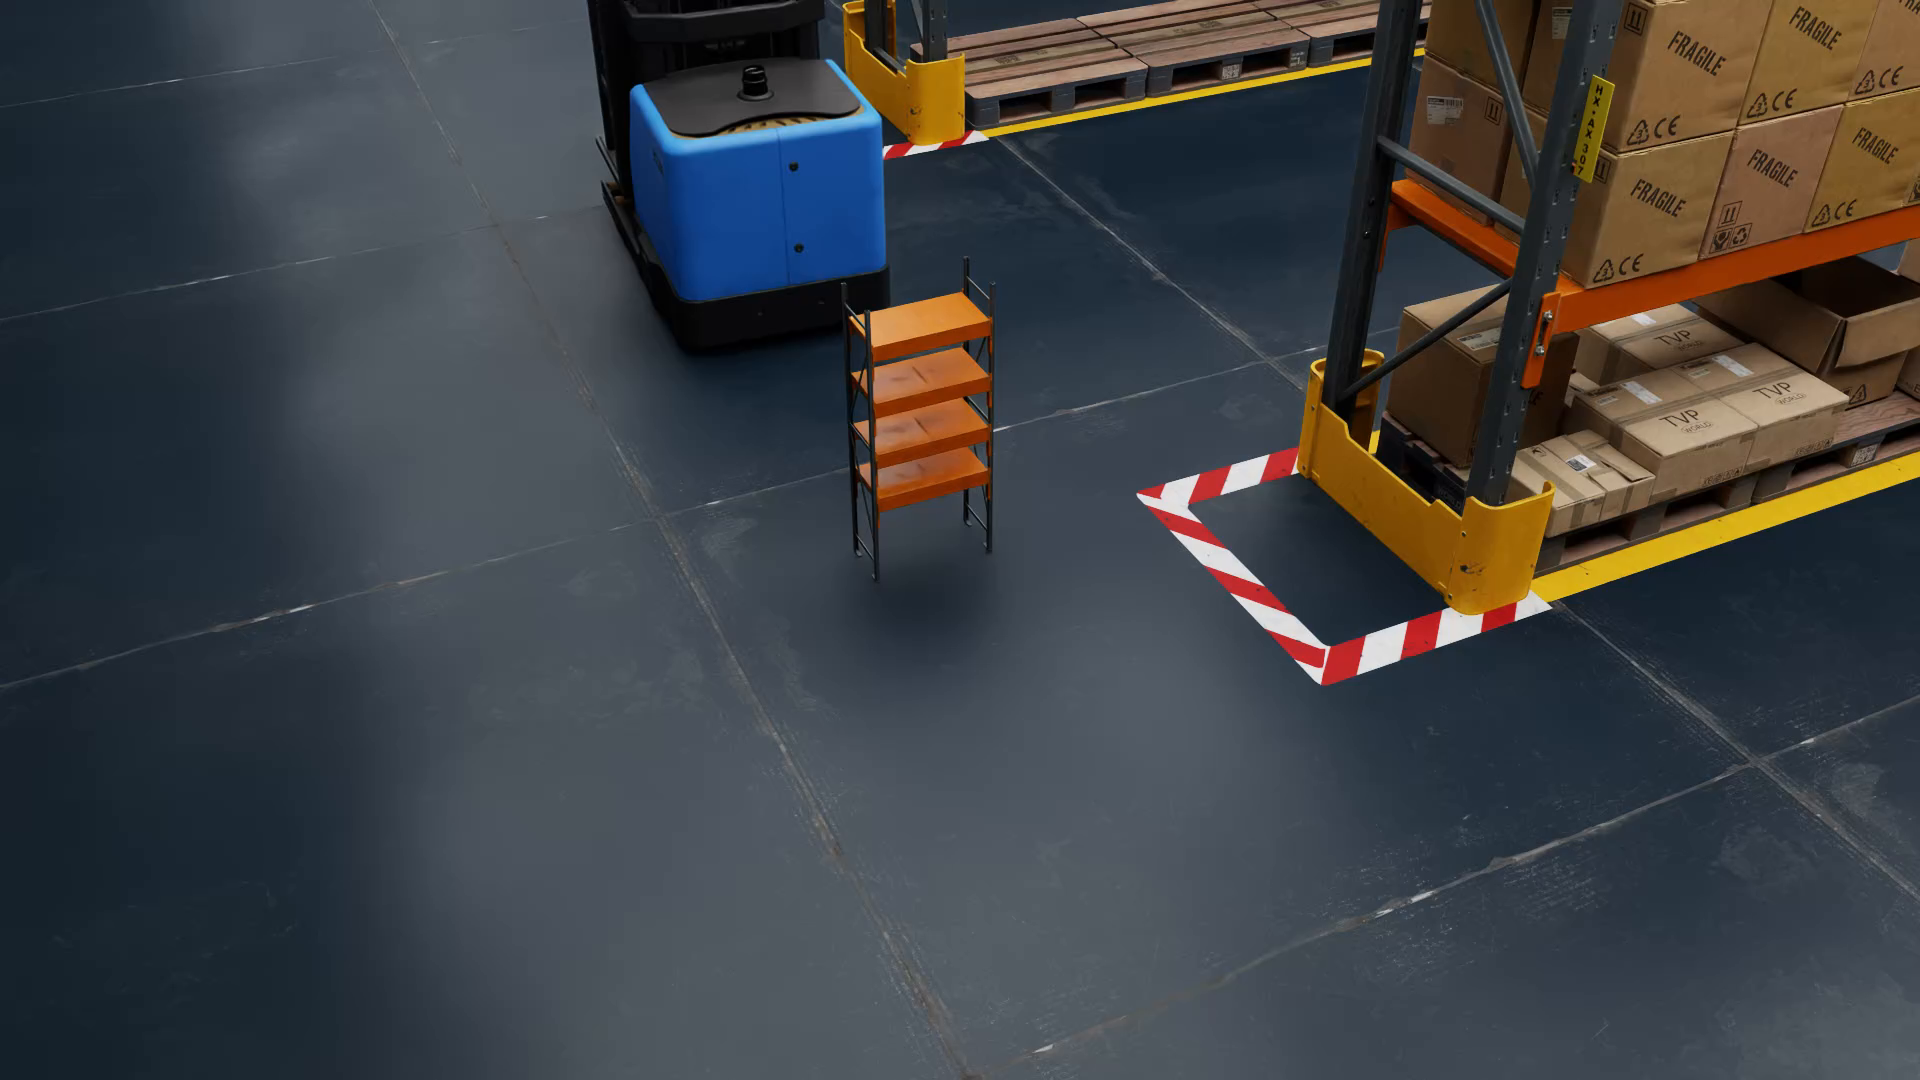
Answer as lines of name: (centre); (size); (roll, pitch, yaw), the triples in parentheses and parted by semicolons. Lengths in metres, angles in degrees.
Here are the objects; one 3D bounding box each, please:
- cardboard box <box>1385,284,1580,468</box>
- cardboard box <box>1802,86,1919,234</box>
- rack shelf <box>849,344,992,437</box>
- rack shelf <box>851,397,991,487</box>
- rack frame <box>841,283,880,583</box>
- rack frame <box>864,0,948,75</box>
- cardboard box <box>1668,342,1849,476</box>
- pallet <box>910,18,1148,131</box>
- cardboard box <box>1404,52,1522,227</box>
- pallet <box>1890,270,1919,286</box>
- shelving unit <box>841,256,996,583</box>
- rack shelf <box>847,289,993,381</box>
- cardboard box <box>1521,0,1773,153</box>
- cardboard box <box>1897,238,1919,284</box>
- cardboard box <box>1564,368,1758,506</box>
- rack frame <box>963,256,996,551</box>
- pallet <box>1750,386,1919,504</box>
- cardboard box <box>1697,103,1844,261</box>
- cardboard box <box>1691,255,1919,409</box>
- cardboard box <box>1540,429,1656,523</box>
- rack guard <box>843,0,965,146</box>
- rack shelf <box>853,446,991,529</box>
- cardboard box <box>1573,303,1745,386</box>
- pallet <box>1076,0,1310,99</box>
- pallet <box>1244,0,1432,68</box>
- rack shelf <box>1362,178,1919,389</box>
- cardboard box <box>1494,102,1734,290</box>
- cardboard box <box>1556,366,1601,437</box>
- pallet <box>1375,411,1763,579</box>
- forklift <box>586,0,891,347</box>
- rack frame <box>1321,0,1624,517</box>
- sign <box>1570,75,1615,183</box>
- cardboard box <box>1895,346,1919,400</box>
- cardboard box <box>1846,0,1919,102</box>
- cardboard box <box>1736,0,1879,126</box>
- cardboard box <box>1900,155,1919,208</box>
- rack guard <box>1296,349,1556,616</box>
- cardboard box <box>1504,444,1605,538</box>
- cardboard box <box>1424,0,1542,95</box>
cardboard box: (2.151, -0.686, 6.885); (0.500, 0.500, 0.500); (-16, 39, -20)
cardboard box: (3.198, -1.512, 6.186); (0.500, 0.500, 0.500); (-16, 39, -20)
rack shelf: (-0.150, -0.566, 6.243); (0.480, 0.148, 0.258); (-16, 39, -20)
rack shelf: (-0.150, -0.386, 6.376); (0.480, 0.148, 0.258); (-16, 39, -20)
rack frame: (-0.371, -0.378, 6.253); (0.015, 1.200, 0.240); (-16, 39, -20)
rack frame: (-0.338, -3.915, 9.510); (0.127, 3.000, 1.000); (-16, 39, -20)
cardboard box: (3.282, -0.552, 6.916); (0.500, 0.250, 0.500); (-16, 39, -20)
pallet: (0.425, -2.982, 10.594); (1.213, 0.211, 1.003); (-16, 39, -20)
cardboard box: (2.053, -1.543, 6.228); (0.500, 0.500, 0.500); (-14, 39, -19)
pallet: (4.763, -0.961, 7.869); (1.213, 0.211, 1.003); (-16, 39, -20)
shelving unit: (-0.150, -0.440, 6.336); (0.503, 1.200, 0.258); (-16, 39, -20)
rack shelf: (-0.150, -0.756, 6.102); (0.480, 0.148, 0.258); (-16, 39, -20)
cardboard box: (2.277, -1.654, 5.539); (0.500, 0.500, 0.500); (-14, 39, -19)
cardboard box: (4.913, -1.362, 7.956); (0.500, 0.311, 0.500); (-16, 39, -20)
cardboard box: (2.829, -0.426, 6.745); (0.500, 0.250, 0.500); (-16, 39, -20)
rack frame: (0.071, -0.502, 6.419); (0.015, 1.200, 0.240); (-16, 39, -20)
pallet: (3.657, -0.650, 7.450); (1.213, 0.211, 1.003); (-16, 39, -20)
cardboard box: (2.742, -1.386, 6.017); (0.500, 0.500, 0.500); (-16, 39, -20)
cardboard box: (3.686, -0.951, 7.240); (0.637, 0.503, 0.797); (-16, 39, -20)
cardboard box: (2.515, -0.265, 6.598); (0.250, 0.166, 0.380); (-16, 39, -20)
rack guard: (-0.354, -2.897, 10.237); (0.348, 0.500, 1.175); (-16, 39, -20)
rack shelf: (-0.150, -0.226, 6.494); (0.480, 0.148, 0.258); (-16, 39, -20)
cardboard box: (3.024, -0.809, 7.262); (0.500, 0.250, 0.500); (-16, 39, -20)
pallet: (1.528, -3.289, 11.007); (1.213, 0.211, 1.003); (-16, 39, -20)
pallet: (2.634, -3.600, 11.426); (1.213, 0.211, 1.003); (-16, 39, -20)
rack shelf: (3.574, -1.460, 6.804); (4.000, 0.370, 1.077); (-16, 39, -20)
cardboard box: (2.277, -1.253, 5.837); (0.500, 0.500, 0.500); (-15, 39, -19)
cardboard box: (2.556, -0.606, 7.057); (0.250, 0.166, 0.380); (-16, 39, -20)
pallet: (2.554, -0.344, 7.037); (1.213, 0.211, 1.003); (-16, 39, -20)
forklift: (-1.334, -2.964, 8.286); (1.130, 2.935, 3.031); (-13, 38, -16)
rack frame: (1.764, -1.242, 5.907); (0.127, 3.000, 1.000); (-16, 39, -20)
sign: (1.994, -1.297, 5.255); (0.005, 0.325, 0.100); (-16, 39, -20)
cardboard box: (4.311, -0.865, 7.285); (0.500, 0.311, 0.500); (-16, 39, -20)
cardboard box: (3.202, -1.915, 5.890); (0.500, 0.500, 0.500); (-15, 39, -19)
cardboard box: (2.747, -1.791, 5.723); (0.500, 0.500, 0.500); (-15, 39, -19)
cardboard box: (3.651, -1.637, 6.355); (0.500, 0.500, 0.500); (-15, 39, -19)
rack guard: (1.832, -0.258, 6.678); (0.348, 0.500, 1.175); (-16, 39, -20)
cardboard box: (2.289, -0.195, 6.518); (0.250, 0.149, 0.380); (-16, 39, -20)
cardboard box: (2.050, -1.945, 5.931); (0.500, 0.500, 0.500); (-16, 39, -20)
